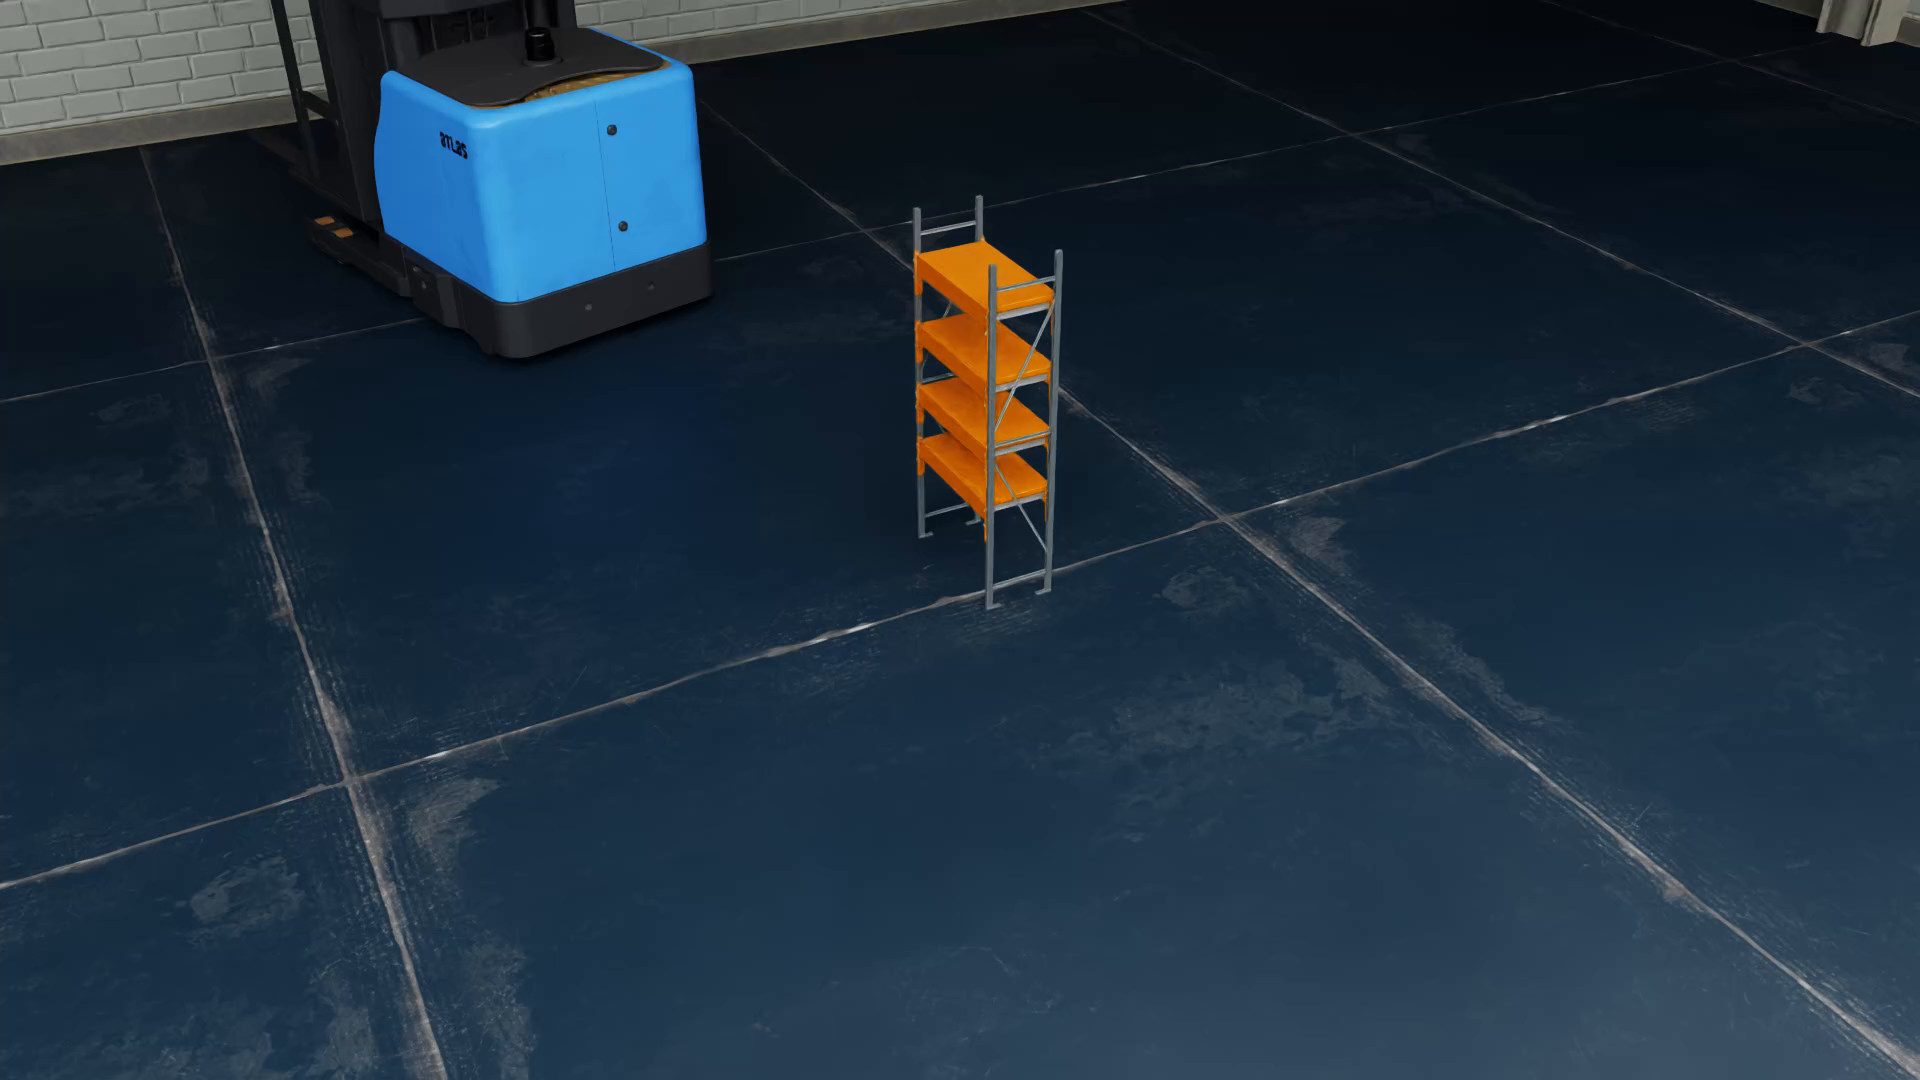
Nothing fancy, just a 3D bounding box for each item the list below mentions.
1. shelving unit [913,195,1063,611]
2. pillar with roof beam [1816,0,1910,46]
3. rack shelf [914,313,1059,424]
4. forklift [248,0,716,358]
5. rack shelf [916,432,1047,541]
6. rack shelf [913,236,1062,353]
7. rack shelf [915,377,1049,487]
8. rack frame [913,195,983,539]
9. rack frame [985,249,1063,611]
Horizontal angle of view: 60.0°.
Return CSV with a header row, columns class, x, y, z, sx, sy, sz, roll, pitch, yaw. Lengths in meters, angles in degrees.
class,x,y,z,sx,sy,sz,roll,pitch,yaw
shelving unit,0.077,-0.426,5.303,0.258,1.200,0.503,-16,36,-23
pillar with roof beam,2.078,-6.017,6.801,9.100,9.000,0.400,-16,36,-23
rack shelf,0.077,-0.558,5.219,0.258,0.148,0.480,-16,36,-23
forklift,-2.441,-2.684,7.222,1.130,2.935,3.031,-26,41,-34
rack shelf,0.077,-0.202,5.446,0.258,0.148,0.480,-16,36,-23
rack shelf,0.077,-0.757,5.091,0.258,0.148,0.480,-16,36,-23
rack shelf,0.077,-0.370,5.339,0.258,0.148,0.480,-16,36,-23
rack frame,-0.037,-0.543,5.485,0.240,1.200,0.015,-16,36,-23
rack frame,0.191,-0.310,5.121,0.240,1.200,0.015,-16,36,-23
